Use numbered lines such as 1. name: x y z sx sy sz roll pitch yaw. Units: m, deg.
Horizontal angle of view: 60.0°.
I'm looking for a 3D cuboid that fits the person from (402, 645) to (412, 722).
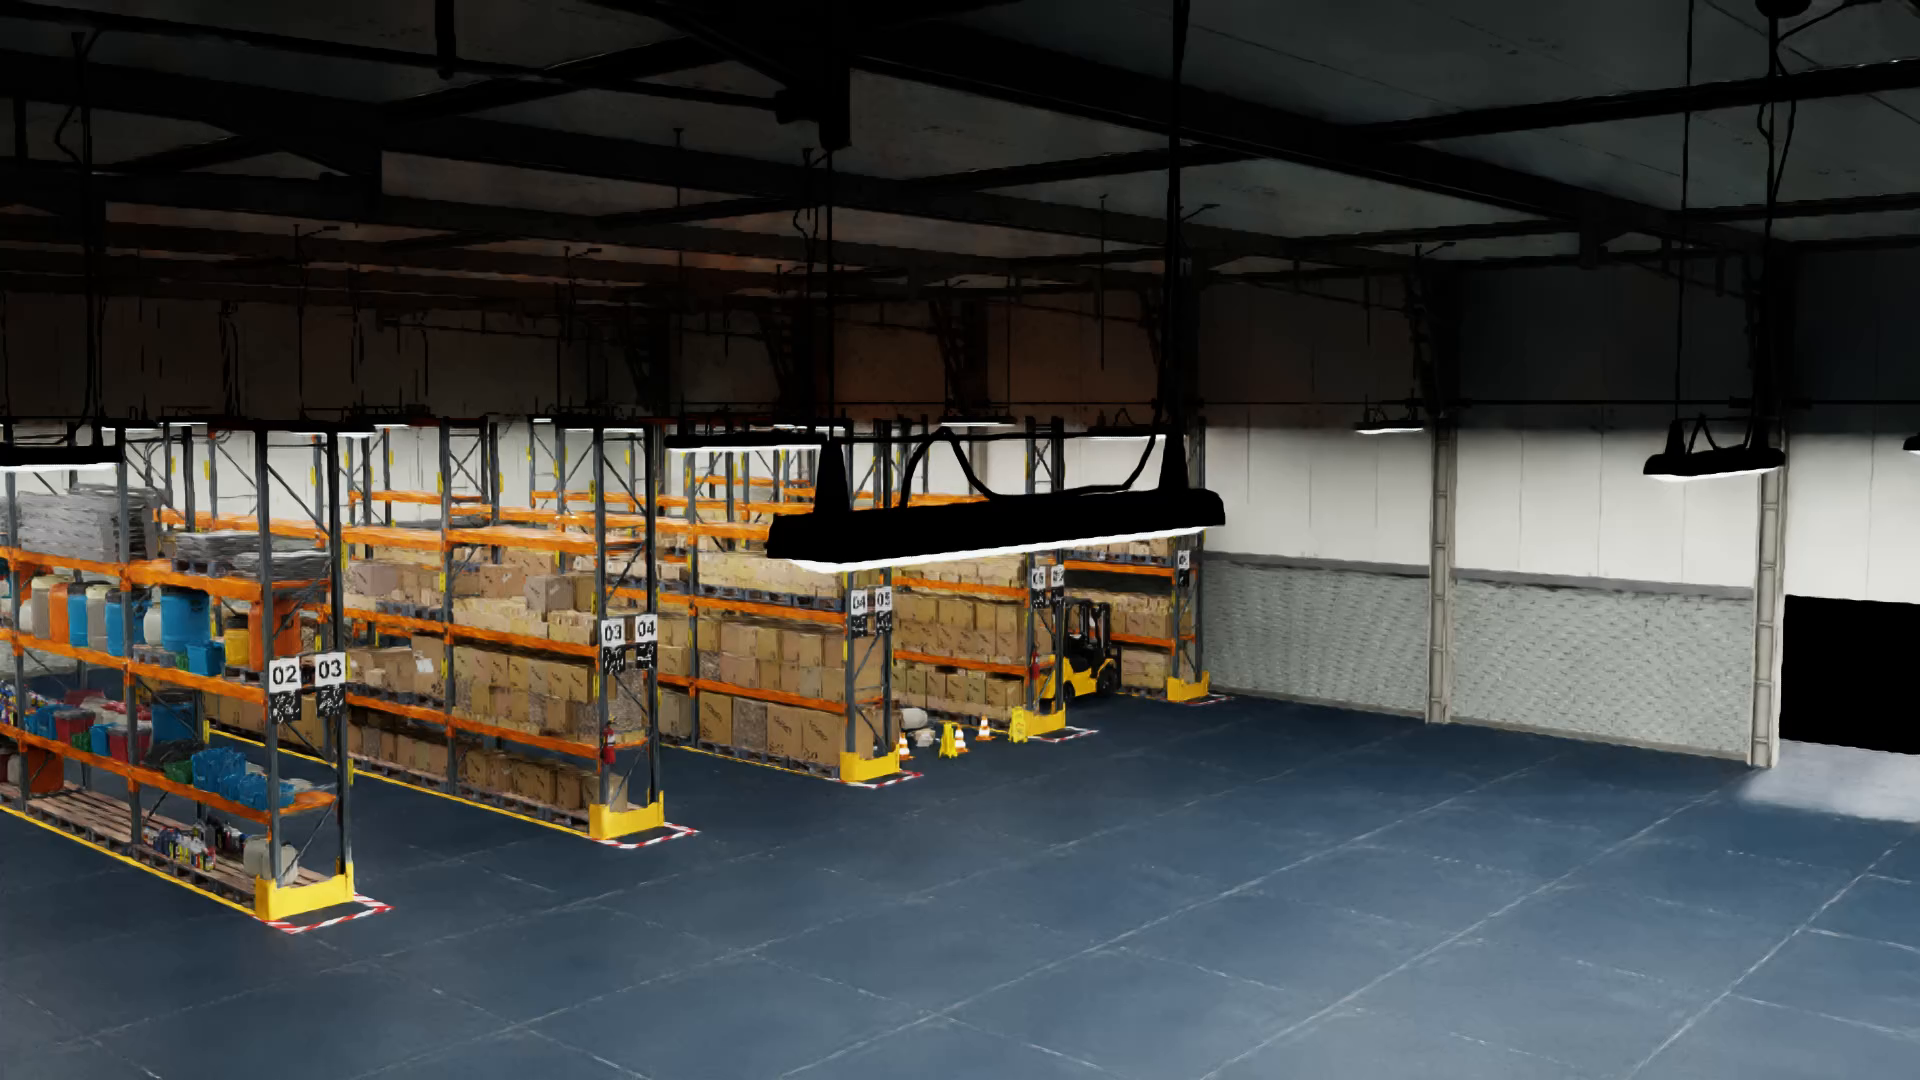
1. person: -10.551 2.846 31.651 0.572 1.683 0.368 2 5 19
